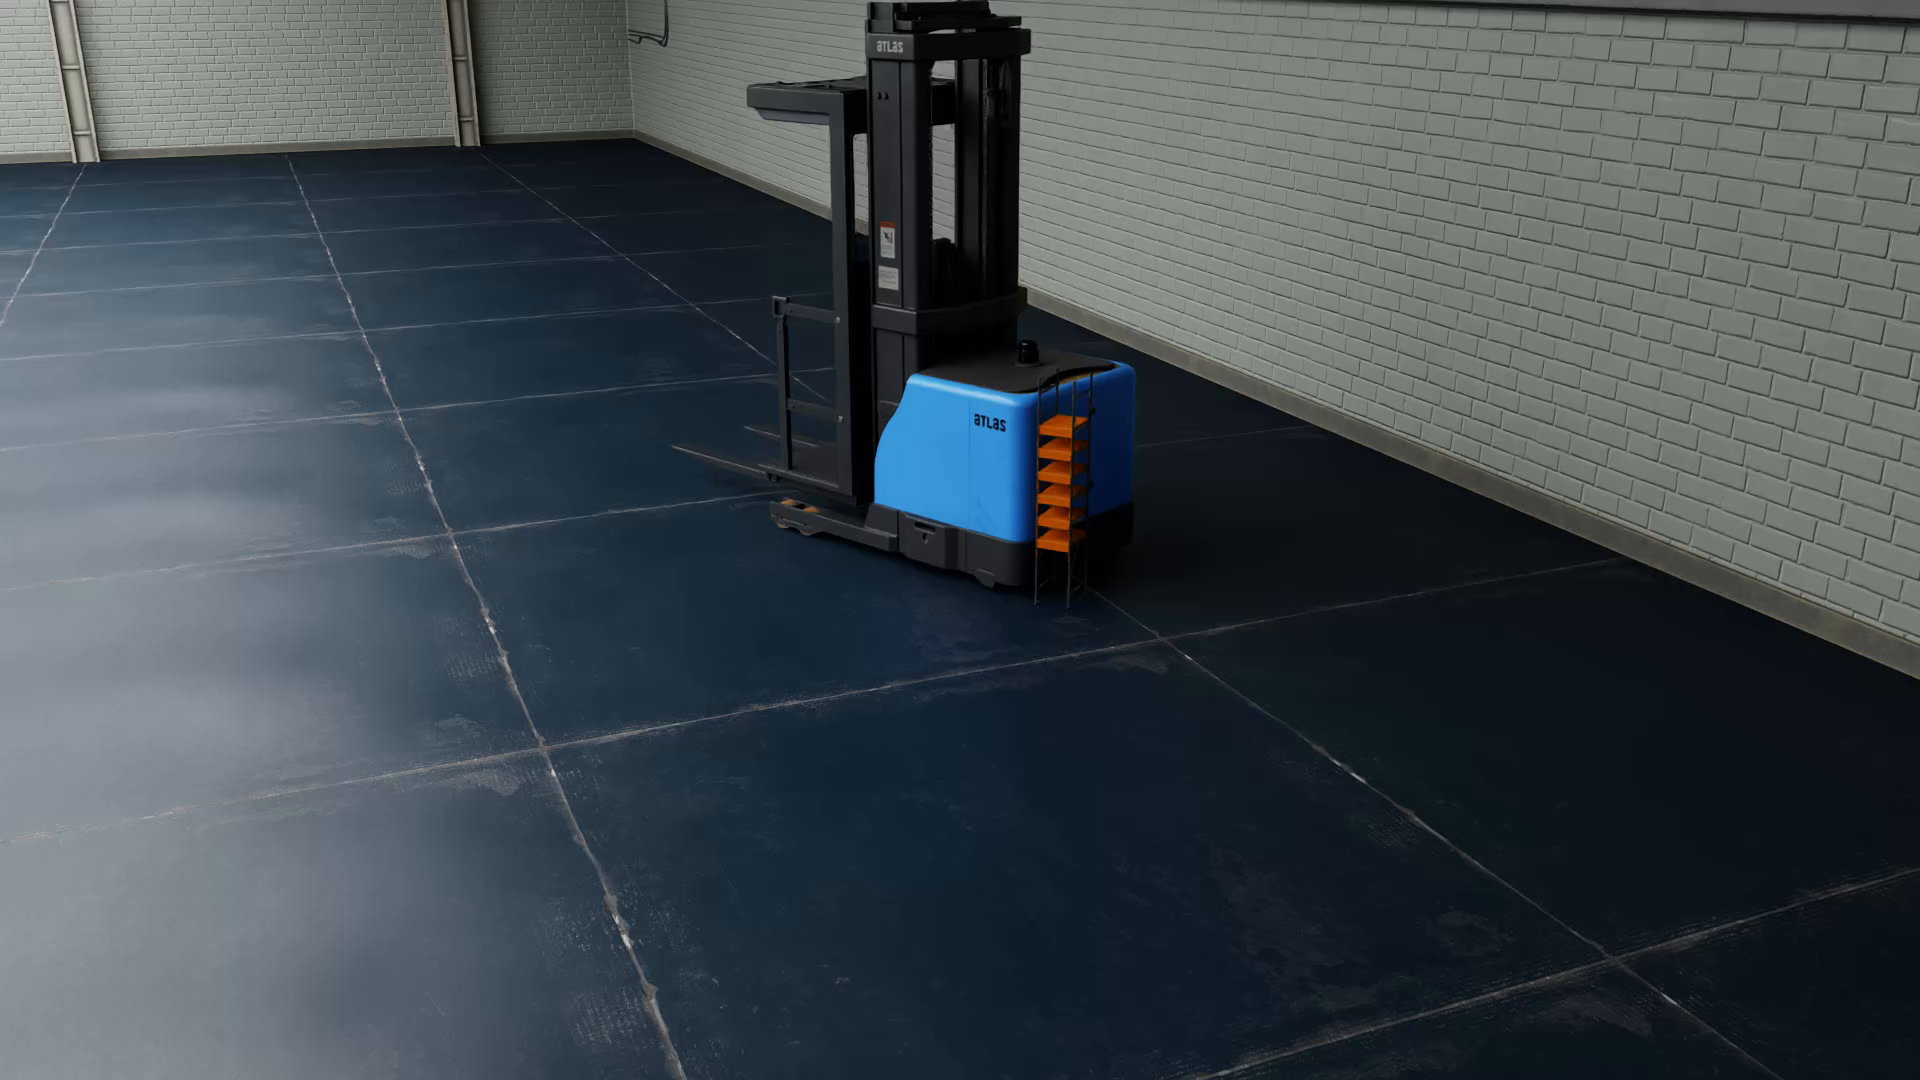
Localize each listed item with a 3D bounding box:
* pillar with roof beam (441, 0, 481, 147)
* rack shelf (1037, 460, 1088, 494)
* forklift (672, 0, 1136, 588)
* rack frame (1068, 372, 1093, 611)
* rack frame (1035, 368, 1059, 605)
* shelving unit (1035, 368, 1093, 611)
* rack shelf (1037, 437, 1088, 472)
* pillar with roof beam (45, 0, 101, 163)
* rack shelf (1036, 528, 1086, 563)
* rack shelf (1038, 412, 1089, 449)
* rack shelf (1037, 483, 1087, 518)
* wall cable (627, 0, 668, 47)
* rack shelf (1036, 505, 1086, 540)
[{"bbox_3d":[-6.938,-9.863,23.985,0.400,9.000,9.100,-8,21,-22],"label":"pillar with roof beam"},{"bbox_3d":[0.524,-0.323,8.404,0.180,0.103,0.258,10,22,25],"label":"rack shelf"},{"bbox_3d":[-0.473,-1.521,9.428,3.031,2.935,1.130,16,25,38],"label":"forklift"},{"bbox_3d":[0.606,-0.239,8.391,0.006,1.200,0.240,10,22,25],"label":"rack frame"},{"bbox_3d":[0.442,-0.266,8.468,0.006,1.200,0.240,10,22,25],"label":"rack frame"},{"bbox_3d":[0.524,-0.252,8.429,0.189,1.200,0.258,10,22,25],"label":"shelving unit"},{"bbox_3d":[0.524,-0.436,8.364,0.180,0.103,0.258,10,22,25],"label":"rack shelf"},{"bbox_3d":[-12.447,-9.074,21.744,0.400,9.000,9.100,-8,21,-22],"label":"pillar with roof beam"},{"bbox_3d":[0.524,0.016,8.525,0.180,0.103,0.258,10,22,25],"label":"rack shelf"},{"bbox_3d":[0.524,-0.549,8.323,0.180,0.103,0.258,10,22,25],"label":"rack shelf"},{"bbox_3d":[0.524,-0.210,8.444,0.180,0.103,0.258,10,22,25],"label":"rack shelf"},{"bbox_3d":[-5.414,-9.696,28.185,0.112,2.526,3.097,-8,21,-22],"label":"wall cable"},{"bbox_3d":[0.524,-0.097,8.485,0.180,0.103,0.258,10,22,25],"label":"rack shelf"}]
